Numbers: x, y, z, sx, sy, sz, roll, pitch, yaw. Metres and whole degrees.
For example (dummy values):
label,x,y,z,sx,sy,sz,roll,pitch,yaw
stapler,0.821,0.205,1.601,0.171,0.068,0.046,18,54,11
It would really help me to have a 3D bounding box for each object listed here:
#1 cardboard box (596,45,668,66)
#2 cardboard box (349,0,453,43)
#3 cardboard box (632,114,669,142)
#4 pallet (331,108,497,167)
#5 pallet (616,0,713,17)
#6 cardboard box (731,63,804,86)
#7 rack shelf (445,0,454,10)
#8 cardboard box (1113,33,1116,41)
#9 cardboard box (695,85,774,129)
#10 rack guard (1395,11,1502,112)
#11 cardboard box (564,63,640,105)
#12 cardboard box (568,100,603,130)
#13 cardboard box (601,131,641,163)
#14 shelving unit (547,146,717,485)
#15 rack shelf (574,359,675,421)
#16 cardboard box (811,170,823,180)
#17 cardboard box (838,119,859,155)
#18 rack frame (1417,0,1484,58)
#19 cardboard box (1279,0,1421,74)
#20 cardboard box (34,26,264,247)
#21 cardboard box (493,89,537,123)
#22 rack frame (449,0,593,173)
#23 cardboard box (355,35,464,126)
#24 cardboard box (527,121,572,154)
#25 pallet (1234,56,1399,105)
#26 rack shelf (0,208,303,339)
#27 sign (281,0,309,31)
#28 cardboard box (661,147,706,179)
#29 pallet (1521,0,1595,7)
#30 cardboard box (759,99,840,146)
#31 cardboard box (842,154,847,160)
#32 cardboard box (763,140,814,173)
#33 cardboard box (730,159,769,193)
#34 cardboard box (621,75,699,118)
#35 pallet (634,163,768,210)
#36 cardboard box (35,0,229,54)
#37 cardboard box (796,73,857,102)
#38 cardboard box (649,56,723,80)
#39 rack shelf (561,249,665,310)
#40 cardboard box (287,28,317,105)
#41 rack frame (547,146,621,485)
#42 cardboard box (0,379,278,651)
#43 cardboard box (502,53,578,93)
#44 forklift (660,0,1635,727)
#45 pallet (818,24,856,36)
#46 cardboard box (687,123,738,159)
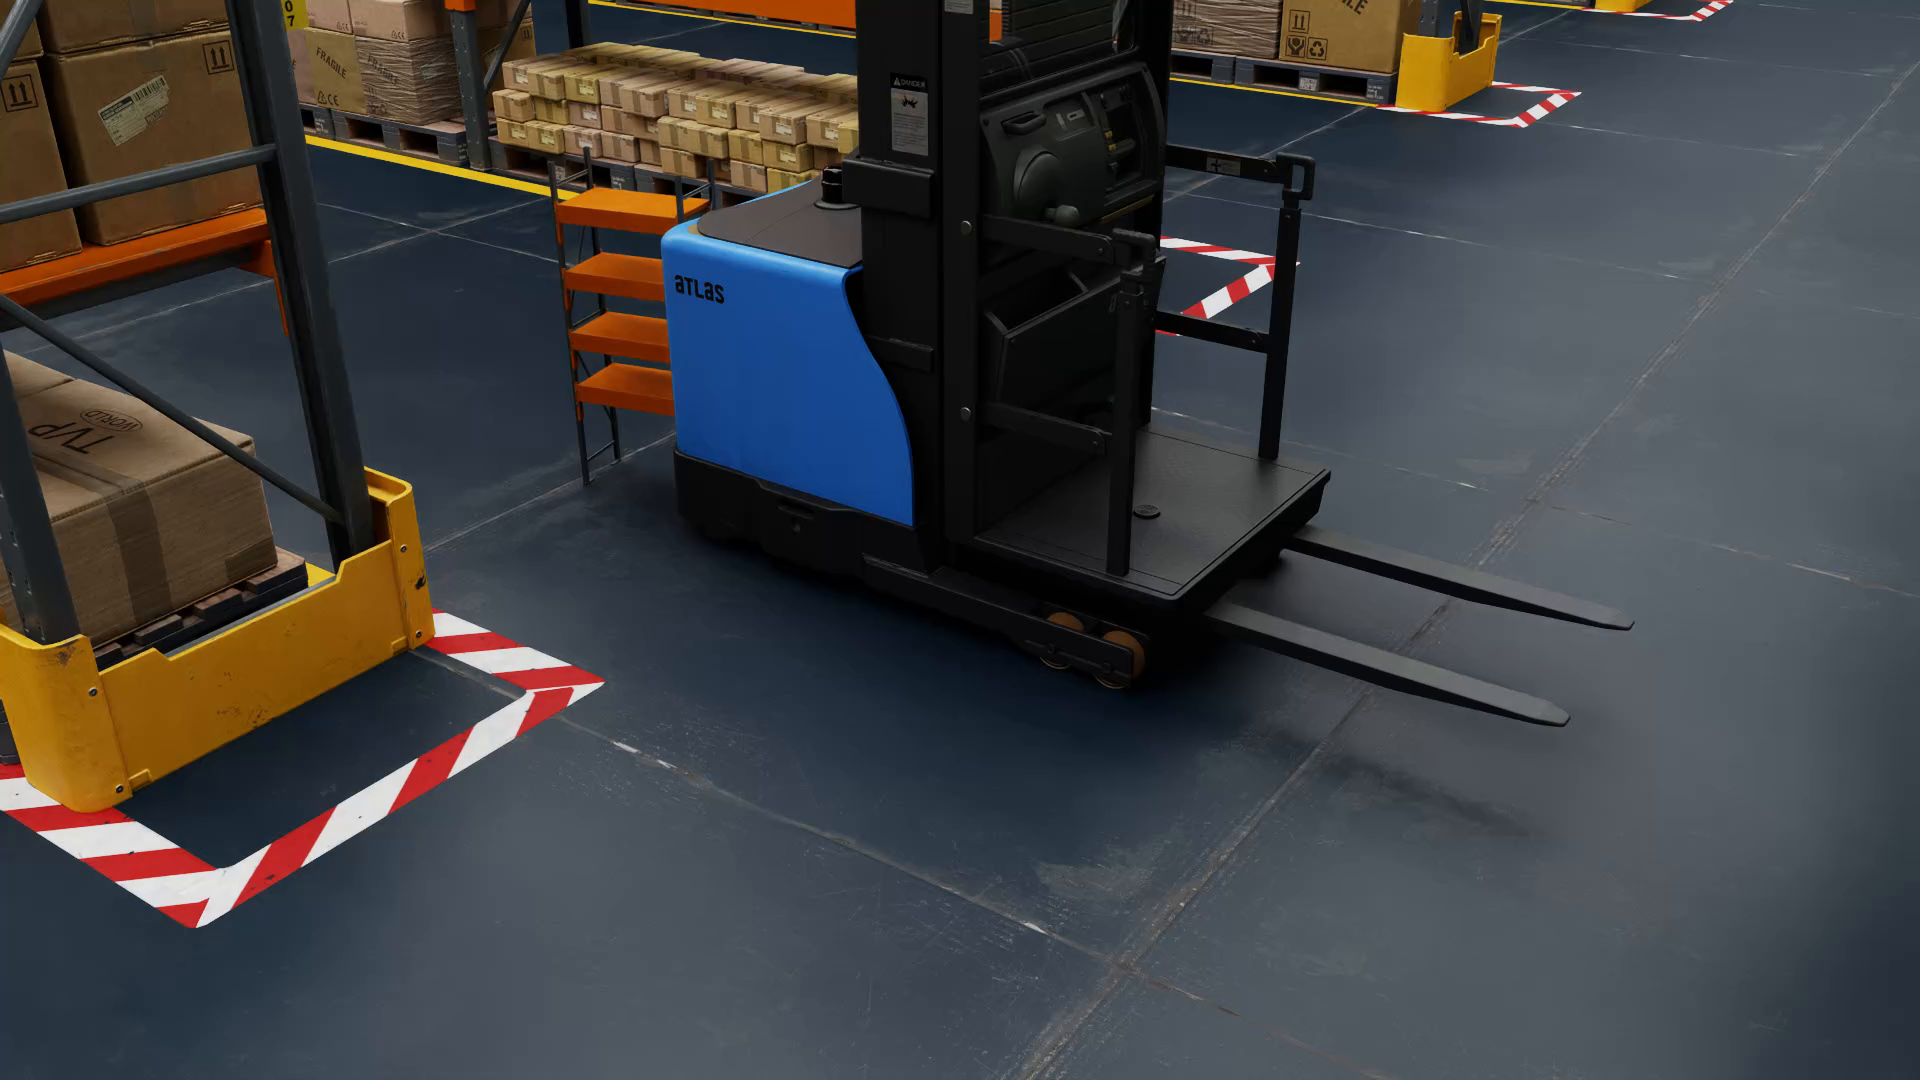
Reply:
label,x,y,z,sx,sy,sz,roll,pitch,yaw
cardboard box,-2.002,-2.920,10.204,0.250,0.149,0.380,18,32,31
cardboard box,-3.432,-3.287,10.367,0.500,0.250,0.500,16,31,29
cardboard box,-1.643,-2.389,9.489,0.250,0.149,0.380,19,33,33
pallet,-3.318,-2.739,10.900,1.213,0.211,1.003,17,32,30
pallet,-2.474,-5.165,15.666,1.213,0.211,1.003,17,32,30
cardboard box,-1.118,-2.663,9.699,0.250,0.149,0.380,16,31,29
rack shelf,-4.324,-3.976,11.048,4.000,0.370,1.077,17,32,30
cardboard box,1.457,-4.421,13.009,0.875,0.875,0.875,17,32,30
cardboard box,-1.235,-2.388,9.159,0.250,0.149,0.380,17,32,31
rack guard,3.533,-3.464,12.005,0.348,0.500,1.175,17,32,30
cardboard box,-2.079,-2.659,9.692,0.250,0.149,0.380,17,31,30
cardboard box,-2.077,-2.539,9.783,0.250,0.149,0.380,17,32,30
cardboard box,-1.866,-2.326,9.694,0.250,0.149,0.380,17,31,29
shelving unit,-1.115,-0.749,5.900,0.503,1.200,0.258,10,29,19
rack shelf,-1.115,-0.513,6.020,0.480,0.148,0.258,10,29,19
cardboard box,-0.579,-1.916,8.888,0.250,0.149,0.380,18,32,31
cardboard box,-0.418,-2.083,8.561,0.250,0.149,0.380,17,31,29
rack frame,3.513,-4.584,11.450,0.127,3.000,1.000,17,32,30
cardboard box,2.941,-3.958,12.101,0.875,0.875,0.875,17,32,30
cardboard box,-2.330,-1.154,4.600,0.500,0.500,0.500,17,32,30
cardboard box,-2.558,-2.619,9.941,0.250,0.149,0.380,19,33,33
rack frame,-2.675,-3.783,9.876,0.127,3.000,1.000,17,32,30
cardboard box,-3.428,-2.952,10.536,0.500,0.500,0.500,17,31,29
cardboard box,-2.338,-2.417,9.873,0.250,0.149,0.380,18,32,32
pallet,2.810,-3.517,12.428,1.213,0.211,1.003,17,32,30
rack shelf,-3.746,-1.072,5.342,4.000,0.370,1.077,17,32,30
sign,-1.778,-1.506,4.360,0.005,0.325,0.100,17,32,30
cardboard box,-1.465,-2.168,9.382,0.250,0.149,0.380,16,31,29
pallet,5.660,-5.419,16.166,1.213,0.211,1.003,17,32,30
cardboard box,-0.848,-2.222,8.833,0.250,0.149,0.380,19,32,32
cardboard box,-0.404,-1.966,8.659,0.250,0.149,0.380,16,31,28
cardboard box,-0.838,-2.094,8.910,0.250,0.149,0.380,18,32,31
cardboard box,-1.039,-2.036,9.123,0.250,0.149,0.380,18,32,31
cardboard box,-1.687,-2.505,9.389,0.250,0.149,0.380,18,32,31
pallet,-1.092,-2.068,9.580,1.213,0.211,1.003,17,32,30
cardboard box,-2.332,-1.599,4.372,0.500,0.500,0.500,17,31,29
cardboard box,-0.714,-2.529,9.437,0.250,0.149,0.380,18,32,31
cardboard box,-1.623,-2.762,9.895,0.250,0.149,0.380,18,32,32
rack shelf,-1.115,-0.889,5.829,0.480,0.148,0.258,10,29,19
cardboard box,-4.271,-3.217,11.057,0.500,0.500,0.500,17,31,29
rack frame,-1.343,-0.789,5.978,0.015,1.200,0.240,10,29,19
cardboard box,-2.698,-0.056,4.915,0.875,0.438,0.875,16,31,29
cardboard box,-2.509,-2.798,9.966,0.250,0.149,0.380,19,32,32
forklift,0.517,-1.143,4.764,3.031,2.935,1.130,18,32,31
pallet,-0.462,-4.538,14.435,1.213,0.211,1.003,17,32,30
cardboard box,-1.282,-2.227,9.172,0.250,0.149,0.380,18,32,31
